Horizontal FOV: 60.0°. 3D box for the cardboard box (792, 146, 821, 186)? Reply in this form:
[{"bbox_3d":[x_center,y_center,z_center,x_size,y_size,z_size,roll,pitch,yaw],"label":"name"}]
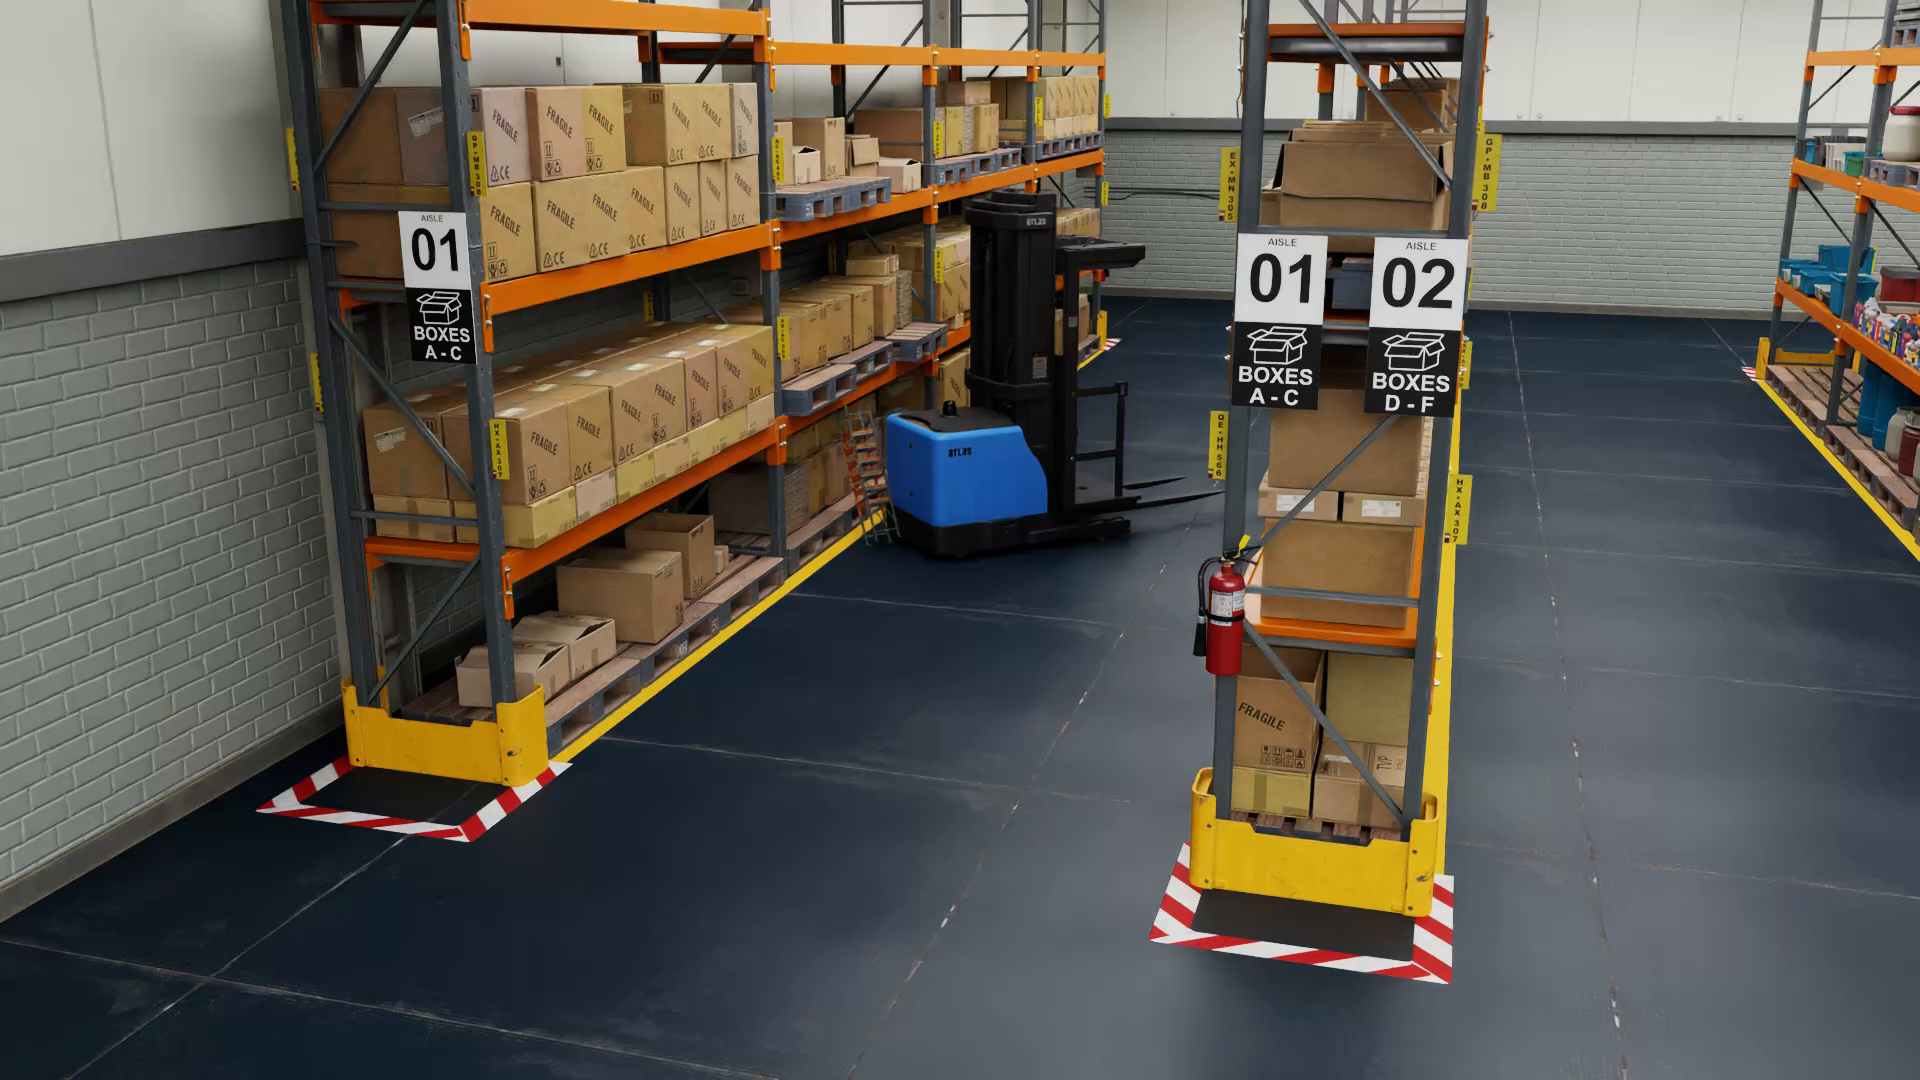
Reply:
[{"bbox_3d":[-1.463,-3.059,13.515,0.500,0.311,0.500,5,17,18],"label":"cardboard box"}]

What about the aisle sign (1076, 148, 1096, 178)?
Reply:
[{"bbox_3d":[1.849,-5.545,23.618,0.394,0.787,0.004,5,16,16],"label":"aisle sign"}]

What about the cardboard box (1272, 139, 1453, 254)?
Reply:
[{"bbox_3d":[1.911,-1.642,7.908,0.797,0.503,0.637,6,17,20],"label":"cardboard box"}]

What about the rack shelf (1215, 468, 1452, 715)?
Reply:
[{"bbox_3d":[2.312,0.093,9.822,1.077,0.370,4.000,5,16,16],"label":"rack shelf"}]

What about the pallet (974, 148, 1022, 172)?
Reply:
[{"bbox_3d":[0.190,-4.360,19.056,0.805,0.209,1.217,4,16,14],"label":"pallet"}]

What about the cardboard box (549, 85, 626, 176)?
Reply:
[{"bbox_3d":[-2.338,-2.439,9.881,0.500,0.500,0.500,5,17,17],"label":"cardboard box"}]

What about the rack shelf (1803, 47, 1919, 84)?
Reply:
[{"bbox_3d":[10.471,-5.355,18.769,1.077,0.370,4.000,5,16,16],"label":"rack shelf"}]

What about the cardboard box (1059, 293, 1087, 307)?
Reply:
[{"bbox_3d":[1.576,-3.372,23.342,0.380,0.149,0.250,4,16,15],"label":"cardboard box"}]

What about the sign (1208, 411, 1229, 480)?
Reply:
[{"bbox_3d":[1.228,-0.446,7.850,0.100,0.325,0.005,5,16,16],"label":"sign"}]

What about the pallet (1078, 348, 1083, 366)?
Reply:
[{"bbox_3d":[1.040,-2.424,22.488,1.003,0.211,1.213,5,16,16],"label":"pallet"}]

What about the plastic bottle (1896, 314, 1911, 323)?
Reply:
[{"bbox_3d":[9.288,-2.079,16.388,0.152,0.276,0.135,5,16,16],"label":"plastic bottle"}]

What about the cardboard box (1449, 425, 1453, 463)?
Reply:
[{"bbox_3d":[4.421,-0.929,15.881,0.500,0.500,0.500,5,17,18],"label":"cardboard box"}]

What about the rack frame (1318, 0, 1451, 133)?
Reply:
[{"bbox_3d":[2.881,-3.662,10.750,1.000,3.000,0.127,5,16,16],"label":"rack frame"}]

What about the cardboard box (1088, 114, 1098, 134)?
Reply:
[{"bbox_3d":[1.587,-5.708,22.780,0.500,0.250,0.500,5,17,18],"label":"cardboard box"}]

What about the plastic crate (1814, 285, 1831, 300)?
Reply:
[{"bbox_3d":[10.109,-2.865,19.306,0.293,0.136,0.466,5,16,16],"label":"plastic crate"}]

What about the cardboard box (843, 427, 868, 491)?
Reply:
[{"bbox_3d":[-1.260,-0.764,15.302,0.700,0.500,0.500,5,16,16],"label":"cardboard box"}]

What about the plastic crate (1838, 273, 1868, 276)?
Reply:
[{"bbox_3d":[10.981,-3.205,20.506,0.396,0.136,0.243,5,16,16],"label":"plastic crate"}]

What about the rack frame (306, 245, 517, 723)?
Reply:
[{"bbox_3d":[-3.006,-0.113,9.230,1.000,3.000,0.127,5,16,16],"label":"rack frame"}]

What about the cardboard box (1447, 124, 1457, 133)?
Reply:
[{"bbox_3d":[5.531,-4.588,18.871,0.500,0.250,0.500,5,16,16],"label":"cardboard box"}]

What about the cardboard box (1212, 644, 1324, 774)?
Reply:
[{"bbox_3d":[1.611,0.867,8.671,0.500,0.500,0.500,5,16,16],"label":"cardboard box"}]

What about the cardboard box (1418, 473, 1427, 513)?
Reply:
[{"bbox_3d":[2.134,-0.245,8.324,0.380,0.149,0.250,4,16,14],"label":"cardboard box"}]

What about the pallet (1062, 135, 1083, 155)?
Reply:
[{"bbox_3d":[0.995,-5.184,21.775,1.003,0.211,1.213,5,16,16],"label":"pallet"}]

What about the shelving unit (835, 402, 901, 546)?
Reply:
[{"bbox_3d":[-0.788,-0.564,14.192,0.258,1.200,0.189,-9,-8,-30],"label":"shelving unit"}]

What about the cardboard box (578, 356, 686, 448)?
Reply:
[{"bbox_3d":[-2.145,-0.912,10.911,0.500,0.500,0.500,5,17,18],"label":"cardboard box"}]

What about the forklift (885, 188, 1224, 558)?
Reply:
[{"bbox_3d":[0.901,-1.524,14.329,3.031,2.935,1.130,-8,18,-27],"label":"forklift"}]

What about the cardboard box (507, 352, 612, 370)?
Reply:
[{"bbox_3d":[-2.638,-0.949,11.042,0.500,0.500,0.500,5,17,17],"label":"cardboard box"}]

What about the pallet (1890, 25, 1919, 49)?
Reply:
[{"bbox_3d":[9.697,-4.868,16.080,1.003,0.211,1.213,5,16,16],"label":"pallet"}]

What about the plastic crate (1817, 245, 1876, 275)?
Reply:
[{"bbox_3d":[11.123,-3.474,20.907,0.616,0.435,0.499,5,16,16],"label":"plastic crate"}]

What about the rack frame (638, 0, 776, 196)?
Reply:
[{"bbox_3d":[-1.870,-4.045,12.101,1.000,3.000,0.127,5,16,16],"label":"rack frame"}]

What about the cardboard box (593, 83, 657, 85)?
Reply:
[{"bbox_3d":[-2.283,-3.035,11.983,0.500,0.500,0.500,5,17,17],"label":"cardboard box"}]

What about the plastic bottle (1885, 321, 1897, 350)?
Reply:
[{"bbox_3d":[8.990,-1.974,16.027,0.097,0.271,0.097,0,16,0],"label":"plastic bottle"}]

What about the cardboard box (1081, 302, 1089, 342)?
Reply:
[{"bbox_3d":[1.437,-3.107,23.599,0.700,0.500,0.500,5,16,16],"label":"cardboard box"}]

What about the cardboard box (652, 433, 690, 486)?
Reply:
[{"bbox_3d":[-2.133,-0.555,11.028,0.500,0.250,0.500,5,17,16],"label":"cardboard box"}]

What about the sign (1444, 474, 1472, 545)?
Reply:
[{"bbox_3d":[2.274,-0.140,7.593,0.100,0.325,0.005,5,16,16],"label":"sign"}]

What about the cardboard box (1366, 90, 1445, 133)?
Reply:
[{"bbox_3d":[3.094,-2.868,11.578,0.500,0.500,0.500,5,17,17],"label":"cardboard box"}]

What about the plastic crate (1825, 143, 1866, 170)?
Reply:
[{"bbox_3d":[10.113,-4.361,18.926,0.437,0.282,0.530,5,16,16],"label":"plastic crate"}]

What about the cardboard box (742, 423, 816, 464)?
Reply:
[{"bbox_3d":[-1.555,-0.838,14.189,0.500,0.250,0.500,4,16,15],"label":"cardboard box"}]

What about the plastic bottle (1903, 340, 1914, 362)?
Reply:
[{"bbox_3d":[8.781,-1.748,15.360,0.097,0.201,0.097,0,16,0],"label":"plastic bottle"}]

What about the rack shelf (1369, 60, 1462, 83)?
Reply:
[{"bbox_3d":[4.586,-4.693,16.437,1.077,0.370,4.000,5,16,16],"label":"rack shelf"}]

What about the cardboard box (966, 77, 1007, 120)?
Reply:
[{"bbox_3d":[0.379,-5.435,20.444,0.500,0.500,0.500,4,16,15],"label":"cardboard box"}]

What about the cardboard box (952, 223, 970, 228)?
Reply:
[{"bbox_3d":[0.217,-3.405,18.699,0.500,0.250,0.500,5,17,17],"label":"cardboard box"}]

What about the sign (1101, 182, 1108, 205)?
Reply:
[{"bbox_3d":[2.057,-4.924,23.637,0.100,0.325,0.005,5,16,16],"label":"sign"}]

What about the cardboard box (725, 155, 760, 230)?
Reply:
[{"bbox_3d":[-1.777,-2.508,11.958,0.500,0.500,0.500,5,17,17],"label":"cardboard box"}]

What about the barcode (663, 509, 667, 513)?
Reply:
[{"bbox_3d":[-2.253,-0.200,12.724,0.001,0.075,0.075,5,16,16],"label":"barcode"}]

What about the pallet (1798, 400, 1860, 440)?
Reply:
[{"bbox_3d":[10.074,-1.338,18.659,1.003,0.211,1.213,5,16,16],"label":"pallet"}]

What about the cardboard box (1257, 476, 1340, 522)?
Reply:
[{"bbox_3d":[1.670,-0.205,8.181,0.380,0.149,0.250,4,16,15],"label":"cardboard box"}]

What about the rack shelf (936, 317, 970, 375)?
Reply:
[{"bbox_3d":[-0.165,-2.383,18.552,1.077,0.370,4.000,5,16,16],"label":"rack shelf"}]

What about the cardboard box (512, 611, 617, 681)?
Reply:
[{"bbox_3d":[-2.562,0.646,10.676,0.500,0.311,0.500,6,17,20],"label":"cardboard box"}]

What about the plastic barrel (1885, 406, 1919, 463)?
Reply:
[{"bbox_3d":[9.284,-1.022,16.225,0.421,0.512,0.421,0,16,0],"label":"plastic barrel"}]

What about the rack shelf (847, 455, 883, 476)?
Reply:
[{"bbox_3d":[-0.805,-0.637,14.201,0.258,0.103,0.180,-9,-8,-30],"label":"rack shelf"}]

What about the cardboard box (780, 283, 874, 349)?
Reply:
[{"bbox_3d":[-1.190,-2.014,14.944,0.700,0.500,0.500,5,16,16],"label":"cardboard box"}]

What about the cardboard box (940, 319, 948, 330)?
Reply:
[{"bbox_3d":[-0.337,-2.228,17.111,0.380,0.149,0.250,5,17,17],"label":"cardboard box"}]

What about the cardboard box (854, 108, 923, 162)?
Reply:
[{"bbox_3d":[-0.653,-4.038,16.581,0.700,0.500,0.500,3,16,12],"label":"cardboard box"}]

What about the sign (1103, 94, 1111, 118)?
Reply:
[{"bbox_3d":[2.057,-6.084,23.308,0.100,0.325,0.005,5,16,16],"label":"sign"}]

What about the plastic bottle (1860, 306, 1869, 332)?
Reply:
[{"bbox_3d":[9.308,-2.267,17.062,0.097,0.271,0.097,0,16,0],"label":"plastic bottle"}]
